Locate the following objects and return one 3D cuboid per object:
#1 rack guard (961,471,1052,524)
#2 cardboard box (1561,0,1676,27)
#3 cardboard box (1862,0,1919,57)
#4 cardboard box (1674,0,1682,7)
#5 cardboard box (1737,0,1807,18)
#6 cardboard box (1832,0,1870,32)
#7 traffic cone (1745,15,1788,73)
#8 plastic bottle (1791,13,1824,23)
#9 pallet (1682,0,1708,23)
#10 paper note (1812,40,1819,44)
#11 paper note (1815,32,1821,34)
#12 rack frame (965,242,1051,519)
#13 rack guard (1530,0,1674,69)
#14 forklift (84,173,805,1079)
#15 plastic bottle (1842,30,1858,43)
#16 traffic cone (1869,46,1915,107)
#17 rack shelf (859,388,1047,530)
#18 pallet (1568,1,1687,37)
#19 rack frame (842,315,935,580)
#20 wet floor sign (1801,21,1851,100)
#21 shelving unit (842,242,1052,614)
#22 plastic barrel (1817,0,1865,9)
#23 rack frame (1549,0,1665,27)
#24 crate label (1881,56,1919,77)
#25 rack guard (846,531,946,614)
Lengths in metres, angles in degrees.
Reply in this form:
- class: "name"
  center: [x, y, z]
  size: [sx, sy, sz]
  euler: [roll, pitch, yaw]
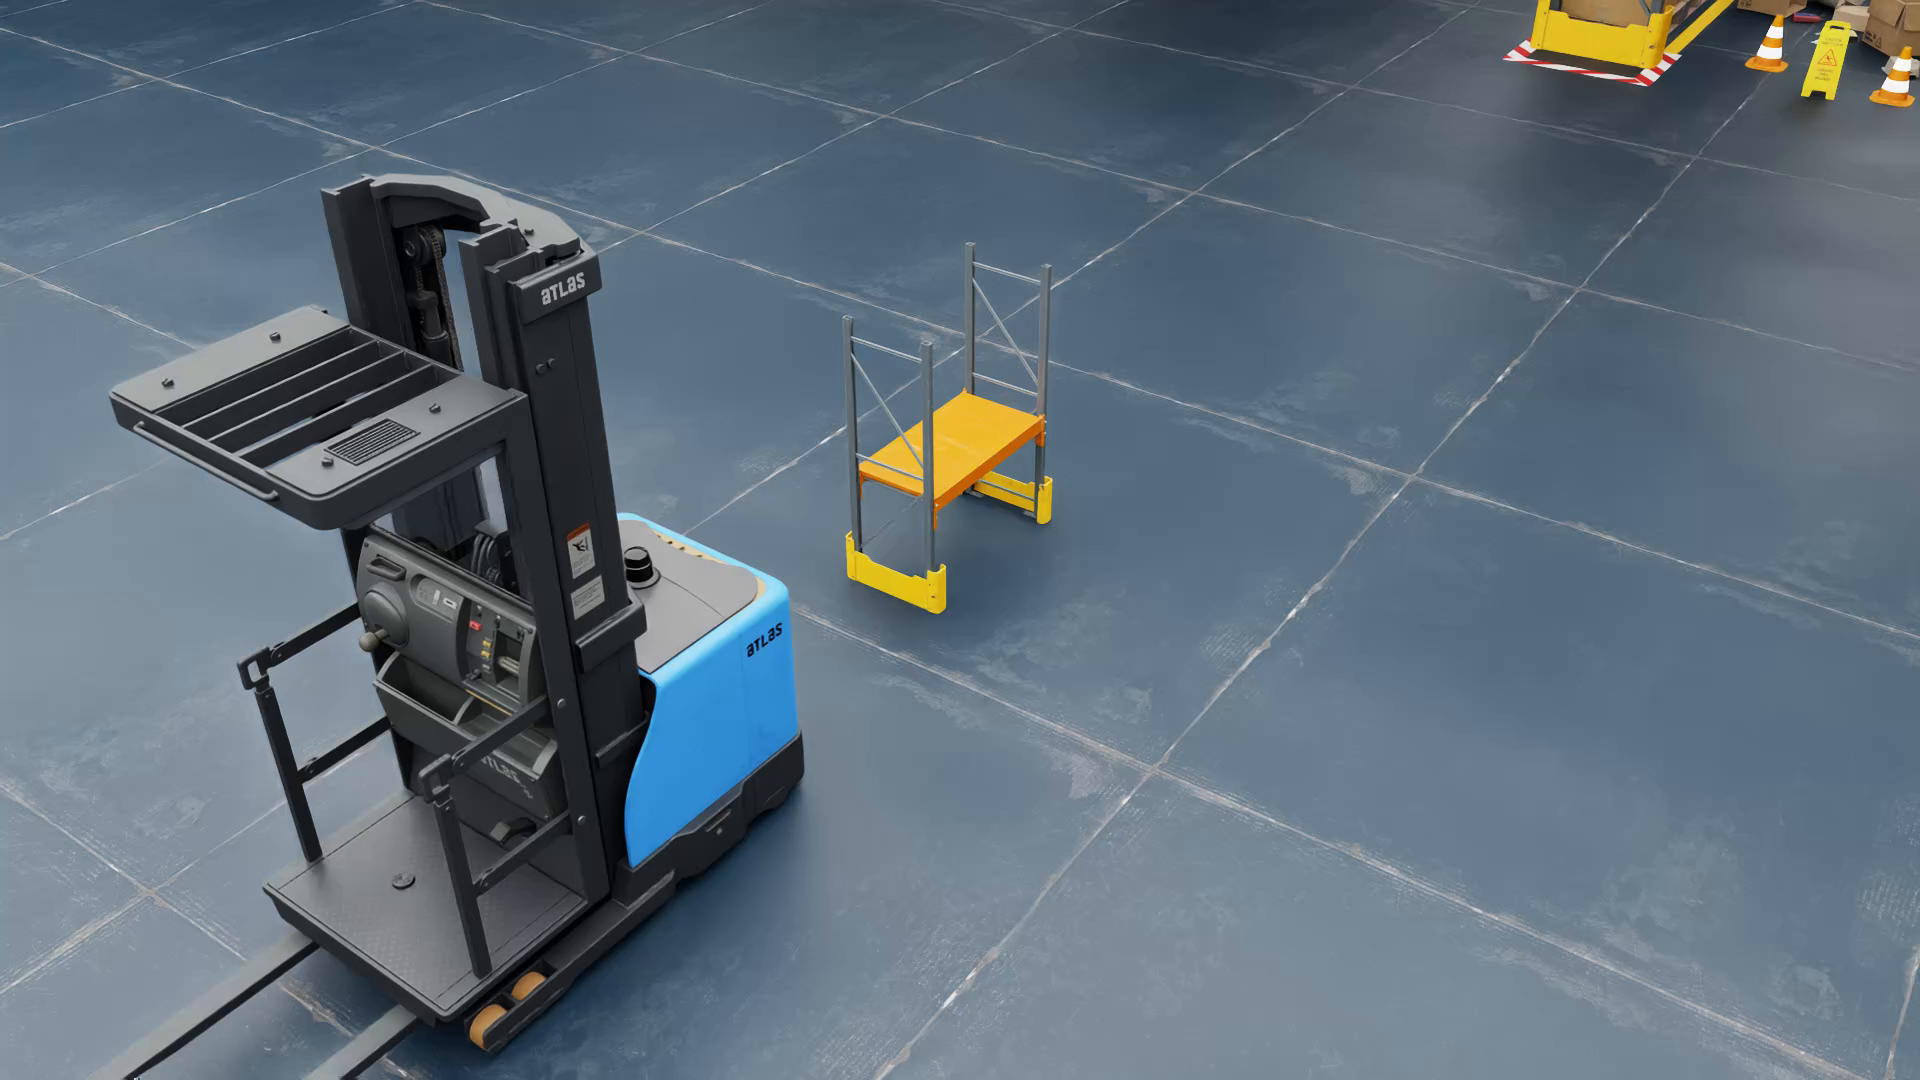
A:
- class: "rack guard"
  center: [0.240, -0.298, 9.143]
  size: [0.587, 0.250, 0.087]
  euler: [21, 39, 28]
- class: "cardboard box"
  center: [6.352, -5.483, 15.878]
  size: [0.875, 0.875, 0.875]
  euler: [21, 40, 28]
- class: "cardboard box"
  center: [9.065, -4.905, 15.729]
  size: [0.797, 0.503, 0.637]
  euler: [-3, 34, -4]
- class: "cardboard box"
  center: [6.852, -5.889, 16.478]
  size: [0.875, 0.875, 0.875]
  euler: [21, 39, 27]
- class: "cardboard box"
  center: [8.258, -5.620, 16.788]
  size: [0.500, 0.500, 0.500]
  euler: [29, 44, 36]
- class: "cardboard box"
  center: [8.833, -5.185, 16.356]
  size: [0.396, 0.266, 0.258]
  euler: [29, 44, 36]
- class: "traffic cone"
  center: [7.489, -4.596, 15.309]
  size: [0.336, 0.463, 0.334]
  euler: [21, 39, 28]
- class: "plastic bottle"
  center: [8.443, -5.197, 16.556]
  size: [0.283, 0.061, 0.133]
  euler: [8, 35, 12]
- class: "pallet"
  center: [7.107, -5.653, 17.097]
  size: [1.003, 0.211, 1.213]
  euler: [21, 39, 28]
- class: "paper note"
  center: [8.285, -4.786, 15.977]
  size: [0.142, 0.017, 0.144]
  euler: [-22, 40, -29]
- class: "paper note"
  center: [8.400, -4.948, 16.233]
  size: [0.123, 0.001, 0.032]
  euler: [-15, 37, -21]
- class: "rack frame"
  center: [0.241, -0.816, 8.793]
  size: [0.500, 1.500, 0.032]
  euler: [21, 39, 28]
- class: "rack guard"
  center: [6.006, -4.810, 15.592]
  size: [1.175, 0.500, 0.348]
  euler: [21, 39, 28]
- class: "forklift"
  center: [-1.956, 0.359, 5.779]
  size: [1.130, 2.935, 3.031]
  euler: [22, 40, 29]
- class: "plastic bottle"
  center: [8.595, -4.889, 16.100]
  size: [0.133, 0.061, 0.283]
  euler: [8, 35, 12]
- class: "traffic cone"
  center: [8.223, -4.079, 14.544]
  size: [0.336, 0.463, 0.334]
  euler: [21, 39, 28]
- class: "rack shelf"
  center: [-0.049, -0.433, 8.548]
  size: [0.538, 0.185, 1.000]
  euler: [21, 39, 28]
- class: "pallet"
  center: [6.411, -5.094, 16.270]
  size: [1.003, 0.211, 1.213]
  euler: [21, 39, 28]
- class: "rack frame"
  center: [-0.338, -0.348, 8.101]
  size: [0.500, 1.500, 0.032]
  euler: [21, 39, 28]
- class: "wet floor sign"
  center: [7.630, -4.235, 14.612]
  size: [0.267, 0.644, 0.232]
  euler: [14, 37, 20]
- class: "shelving unit"
  center: [-0.043, -0.586, 8.454]
  size: [0.587, 1.500, 1.083]
  euler: [21, 39, 28]
- class: "plastic barrel"
  center: [8.914, -5.618, 16.855]
  size: [0.421, 0.421, 0.512]
  euler: [-9, 35, -13]
- class: "rack frame"
  center: [6.019, -5.856, 14.908]
  size: [1.000, 3.000, 0.127]
  euler: [21, 39, 28]
- class: "crate label"
  center: [8.621, -4.325, 15.200]
  size: [0.250, 0.136, 0.298]
  euler: [3, 34, 4]
- class: "rack guard"
  center: [-0.327, 0.161, 8.465]
  size: [0.587, 0.250, 0.087]
  euler: [21, 39, 28]
